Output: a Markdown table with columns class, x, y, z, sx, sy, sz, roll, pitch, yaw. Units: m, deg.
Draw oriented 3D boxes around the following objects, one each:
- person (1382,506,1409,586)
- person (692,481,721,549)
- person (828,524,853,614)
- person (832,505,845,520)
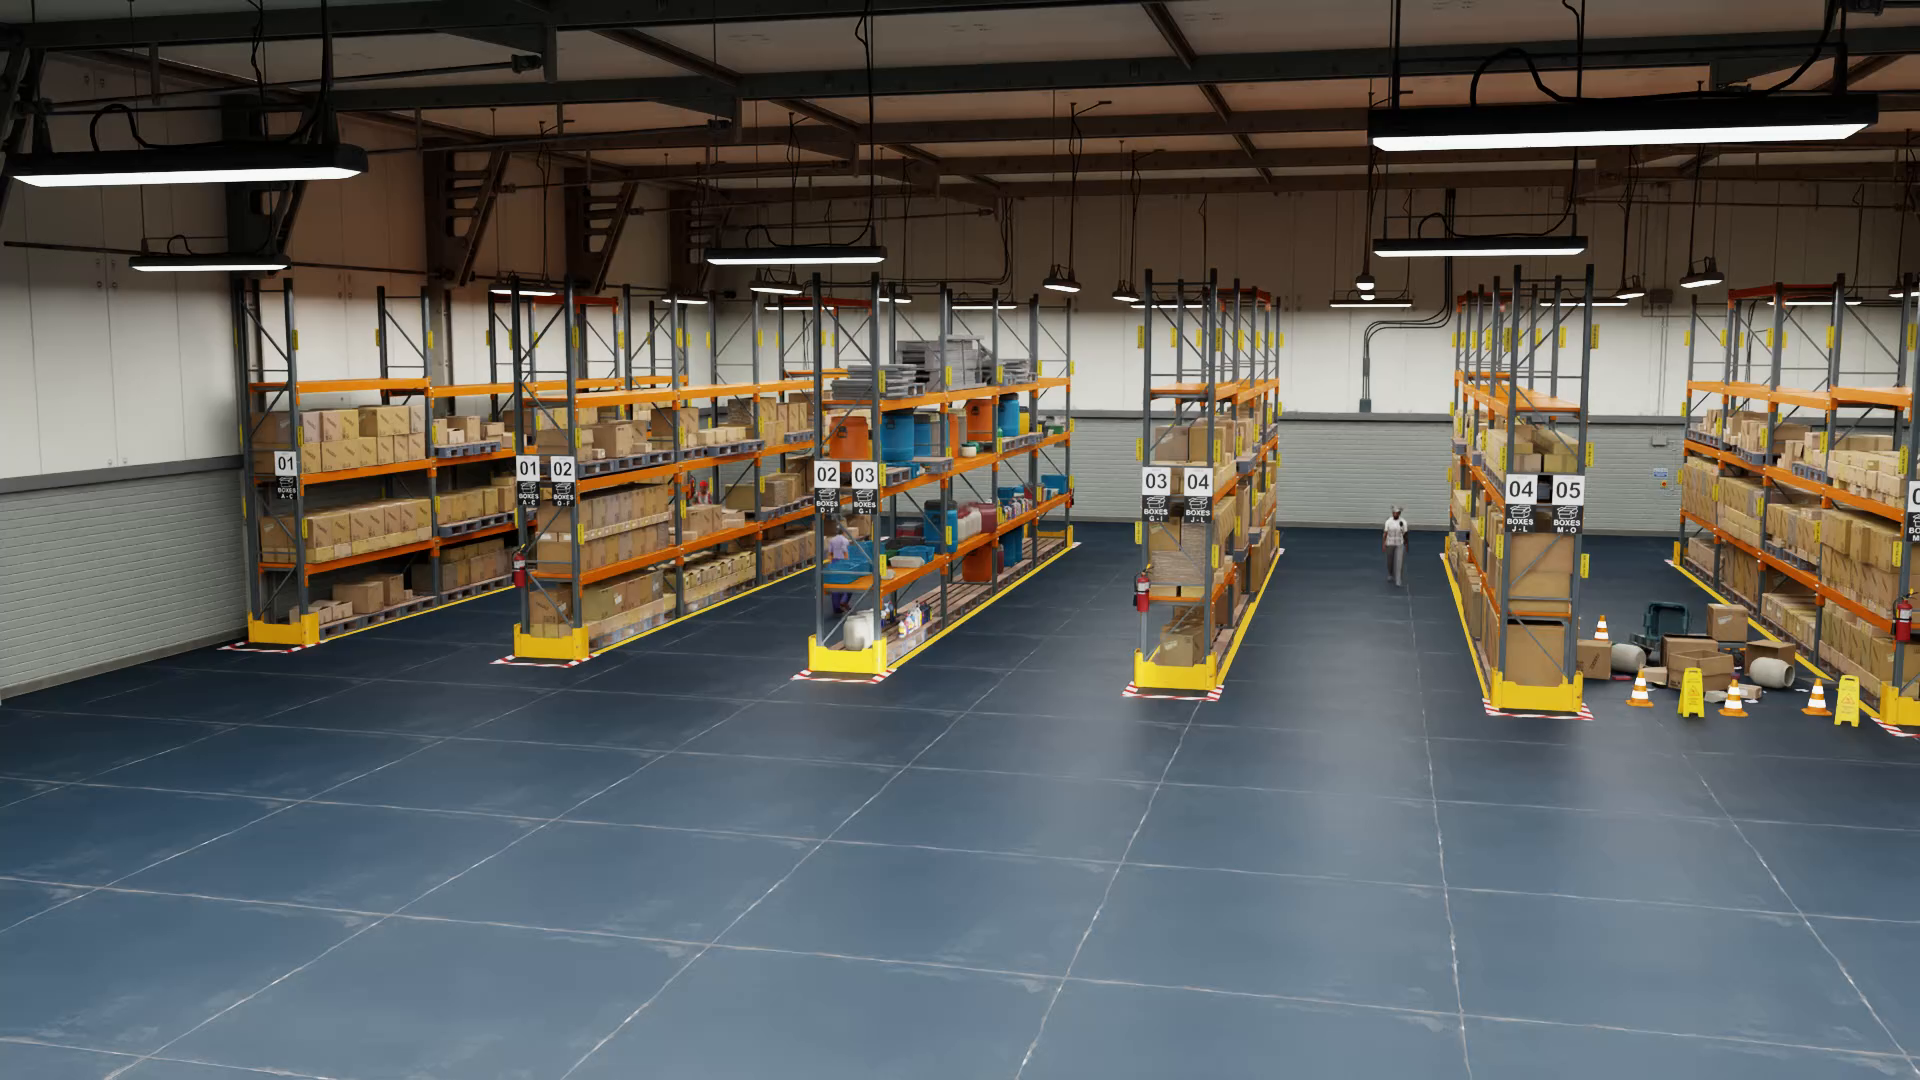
| class | x | y | z | sx | sy | sz | roll | pitch | yaw |
| --- | --- | --- | --- | --- | --- | --- | --- | --- | --- |
| person | 8.942 | 0.095 | 34.123 | 0.552 | 1.619 | 1.051 | 2 | 7 | 12 |
| person | -6.085 | -0.596 | 39.814 | 0.647 | 1.680 | 0.657 | 3 | 7 | 21 |
| person | -2.191 | 0.540 | 30.510 | 0.547 | 1.622 | 0.463 | 3 | 7 | 22 |
| person | -3.182 | -0.974 | 43.041 | 0.826 | 1.654 | 0.473 | -4 | 8 | -30 |
